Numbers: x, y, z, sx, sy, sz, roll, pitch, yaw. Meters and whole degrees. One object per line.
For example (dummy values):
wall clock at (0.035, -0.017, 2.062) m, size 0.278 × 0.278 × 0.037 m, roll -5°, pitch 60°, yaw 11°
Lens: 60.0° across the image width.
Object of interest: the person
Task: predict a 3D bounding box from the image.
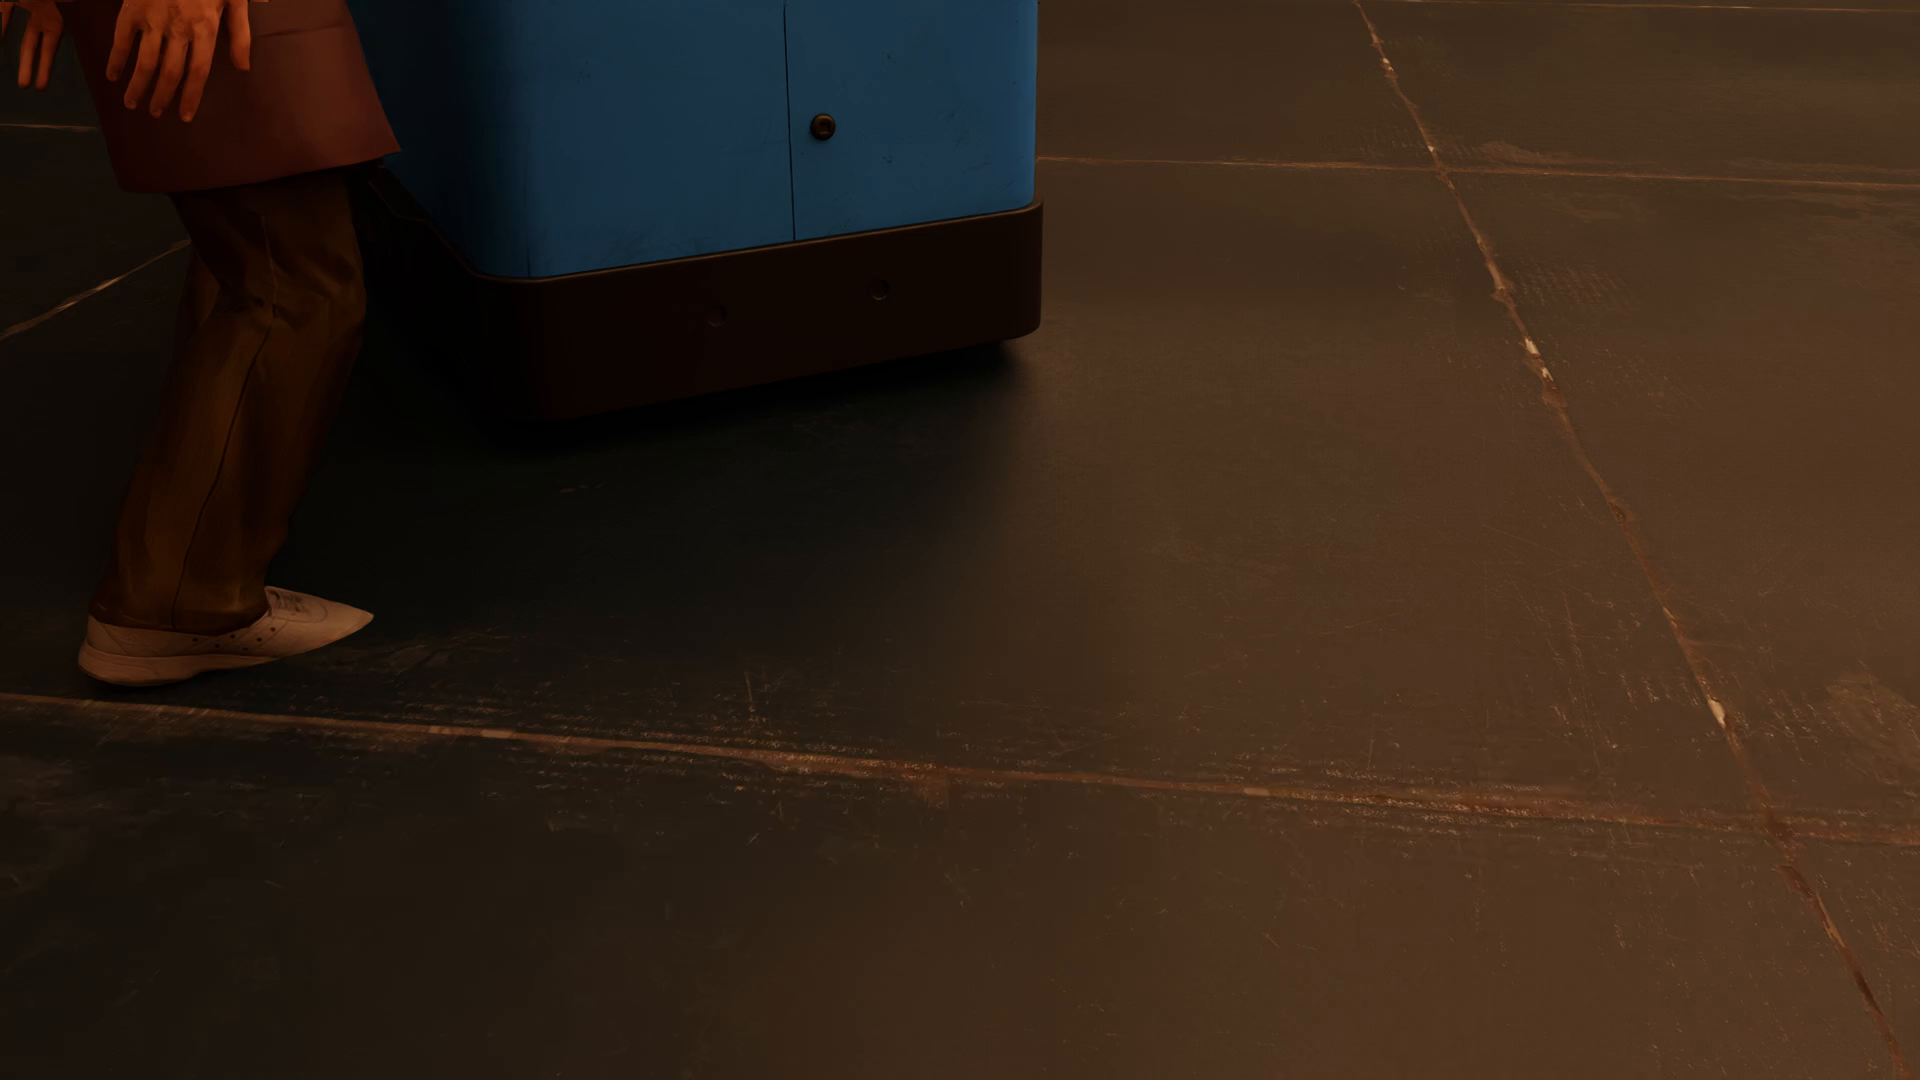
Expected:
person at (-0.972, -0.676, 1.983) m, size 0.529 × 1.756 × 0.932 m, roll -16°, pitch 31°, yaw -29°

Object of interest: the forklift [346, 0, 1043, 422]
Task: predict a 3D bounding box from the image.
forklift at (-0.980, -2.130, 3.486) m, size 1.130 × 2.935 × 3.031 m, roll -13°, pitch 29°, yaw -25°
